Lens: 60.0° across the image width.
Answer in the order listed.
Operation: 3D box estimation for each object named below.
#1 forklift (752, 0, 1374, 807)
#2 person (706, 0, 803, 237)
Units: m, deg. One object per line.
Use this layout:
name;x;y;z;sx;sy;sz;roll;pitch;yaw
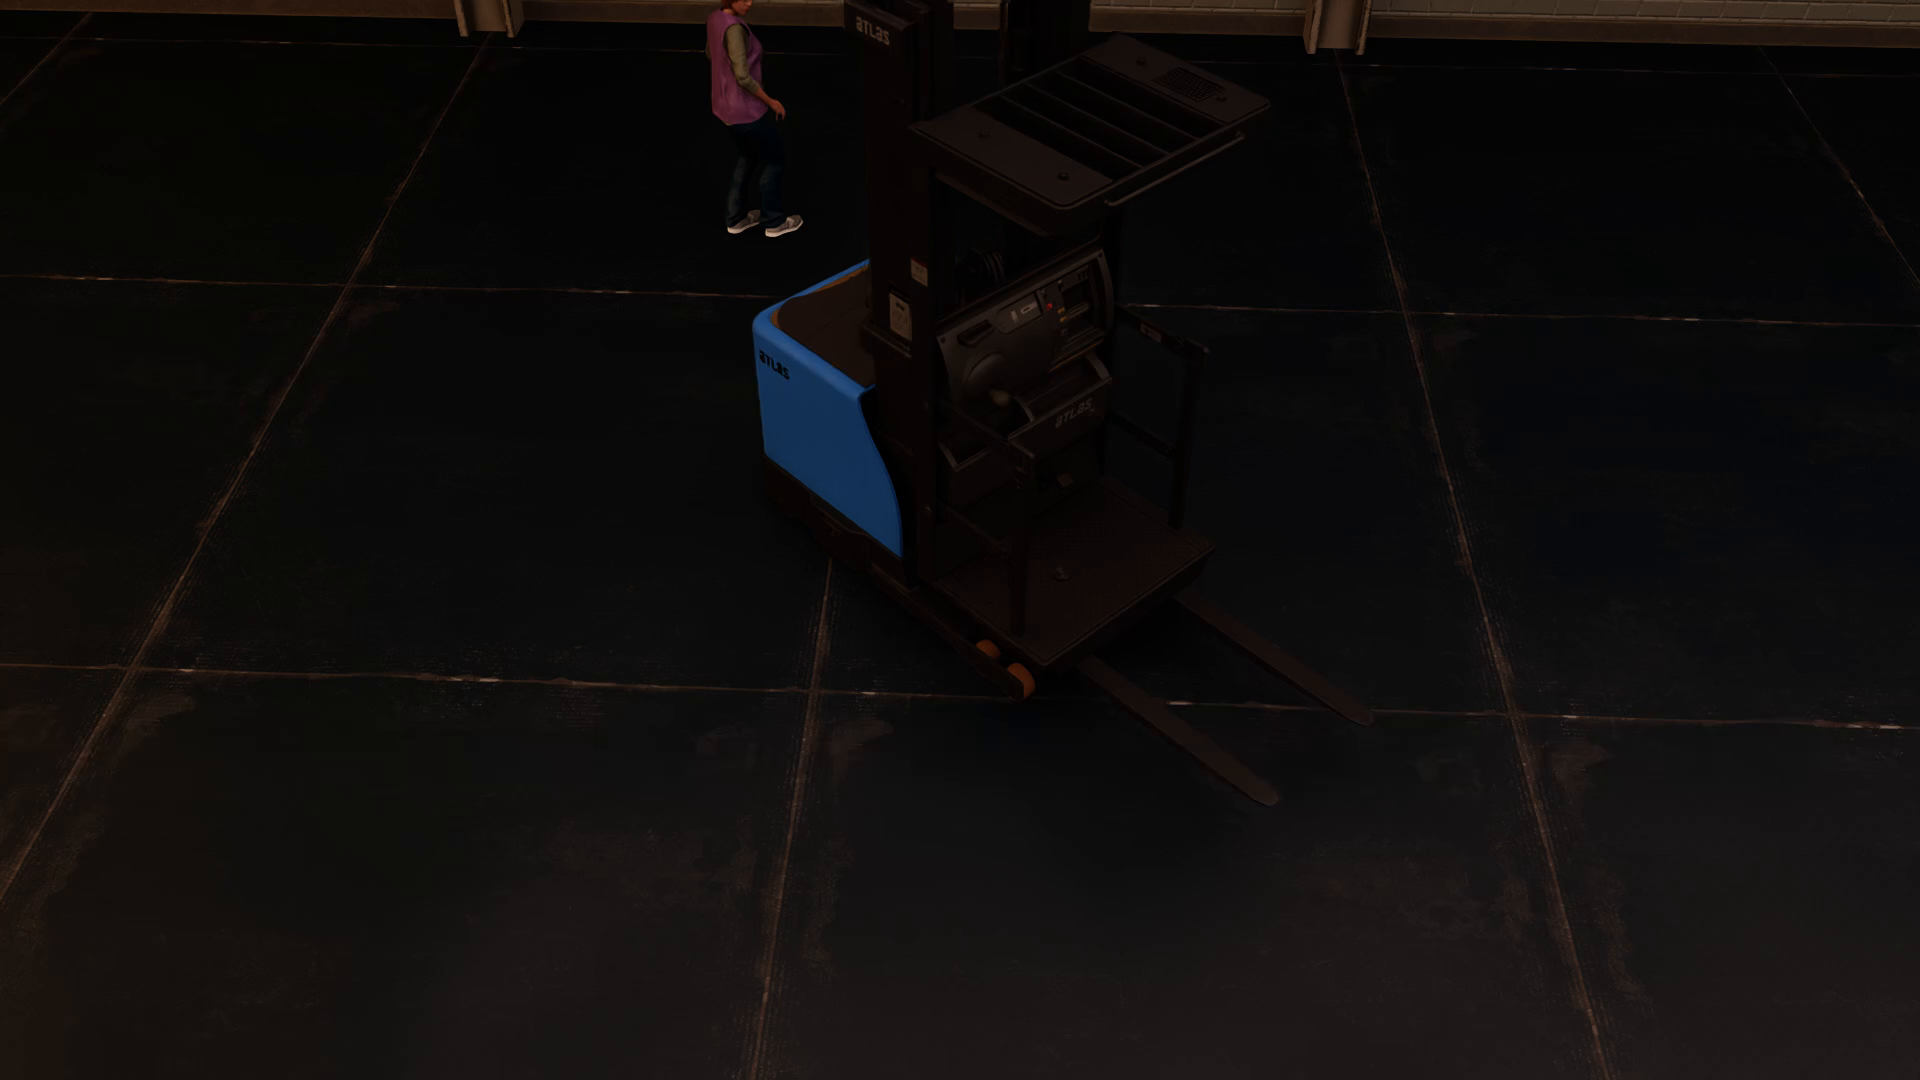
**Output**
forklift;0.420;-0.783;6.600;1.130;2.935;3.031;-32;51;-30
person;-1.207;-2.471;9.467;0.446;1.571;0.611;-25;48;-25
